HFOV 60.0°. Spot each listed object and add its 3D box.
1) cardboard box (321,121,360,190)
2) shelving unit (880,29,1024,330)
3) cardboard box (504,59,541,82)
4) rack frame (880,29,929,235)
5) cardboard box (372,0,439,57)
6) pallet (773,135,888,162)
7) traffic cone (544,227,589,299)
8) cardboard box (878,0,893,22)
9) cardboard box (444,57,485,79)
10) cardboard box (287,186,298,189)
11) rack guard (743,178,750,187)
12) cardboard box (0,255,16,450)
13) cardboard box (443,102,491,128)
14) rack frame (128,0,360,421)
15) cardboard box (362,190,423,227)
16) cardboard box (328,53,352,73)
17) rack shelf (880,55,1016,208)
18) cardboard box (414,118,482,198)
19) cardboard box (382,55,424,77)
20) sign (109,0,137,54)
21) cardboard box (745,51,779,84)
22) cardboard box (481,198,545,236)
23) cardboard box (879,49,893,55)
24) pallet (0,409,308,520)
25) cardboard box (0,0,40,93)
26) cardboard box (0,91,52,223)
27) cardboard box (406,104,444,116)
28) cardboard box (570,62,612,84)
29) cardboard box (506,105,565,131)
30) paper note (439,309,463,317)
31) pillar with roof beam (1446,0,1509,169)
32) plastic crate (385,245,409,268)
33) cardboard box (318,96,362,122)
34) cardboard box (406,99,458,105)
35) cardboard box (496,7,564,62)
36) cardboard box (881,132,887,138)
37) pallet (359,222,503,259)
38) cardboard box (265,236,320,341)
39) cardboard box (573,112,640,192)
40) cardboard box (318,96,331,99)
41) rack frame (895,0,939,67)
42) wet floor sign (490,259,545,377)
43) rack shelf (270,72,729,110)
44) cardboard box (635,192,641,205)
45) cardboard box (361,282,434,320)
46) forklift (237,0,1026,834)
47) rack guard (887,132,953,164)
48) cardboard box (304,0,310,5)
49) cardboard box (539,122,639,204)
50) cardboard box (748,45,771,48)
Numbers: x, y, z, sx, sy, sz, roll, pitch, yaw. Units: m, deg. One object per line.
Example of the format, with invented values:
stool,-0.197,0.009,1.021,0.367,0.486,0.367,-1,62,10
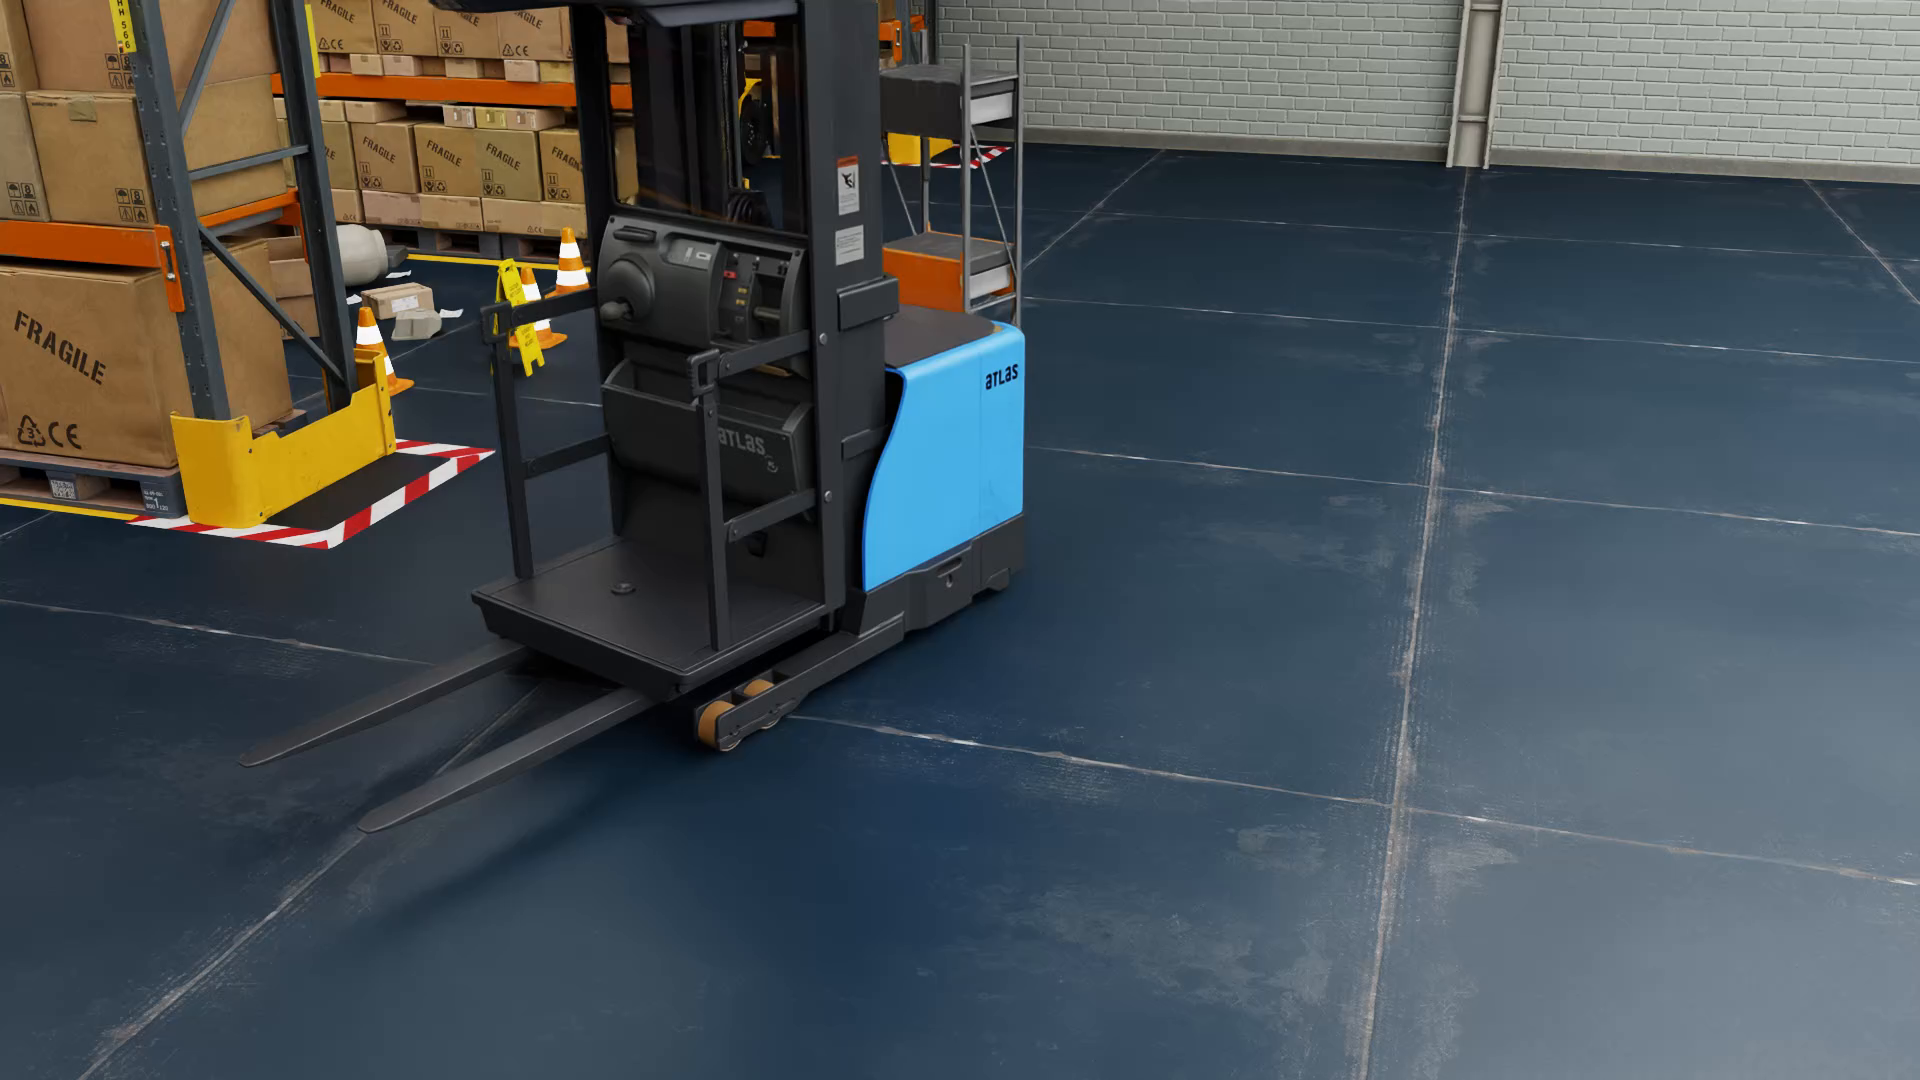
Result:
cardboard box,-4.671,-2.964,12.626,0.500,0.500,0.500,8,23,18
shelving unit,-0.063,-1.037,7.030,0.503,2.100,0.431,16,27,33
cardboard box,-3.033,-3.362,11.844,0.250,0.149,0.380,7,23,16
rack frame,-0.260,-1.091,7.163,0.015,2.100,0.400,16,27,33
cardboard box,-3.880,-3.792,12.039,0.500,0.500,0.500,7,23,16
pallet,-1.159,-4.056,16.881,1.213,0.211,1.003,7,23,16
traffic cone,-2.629,-1.879,11.240,0.334,0.463,0.336,7,23,16
cardboard box,-0.961,-5.283,16.064,0.500,0.500,0.500,6,23,14
cardboard box,-3.509,-3.436,12.024,0.250,0.149,0.380,6,23,15
cardboard box,-5.187,-2.672,12.901,0.500,0.250,0.500,5,23,13
rack guard,-1.917,-2.326,12.281,0.348,0.500,1.175,7,23,16
cardboard box,-4.689,-1.022,8.055,0.875,0.875,0.875,6,23,15
cardboard box,-3.549,-3.110,12.127,0.250,0.149,0.380,8,23,18
rack frame,-3.178,-1.664,7.375,0.127,3.000,1.000,7,23,16
cardboard box,-4.164,-2.560,12.629,0.500,0.250,0.500,6,23,15
cardboard box,-4.454,-3.561,12.329,0.250,0.149,0.380,6,23,15
rack shelf,-0.064,-1.671,6.769,0.480,0.518,0.431,16,27,33
cardboard box,-3.669,-2.850,12.347,0.500,0.500,0.500,6,23,14
cardboard box,-3.994,-3.484,12.142,0.250,0.149,0.380,6,23,15
sign,-3.348,-2.114,6.633,0.005,0.325,0.100,7,23,16
cardboard box,-1.922,-4.705,16.541,0.500,0.250,0.500,7,23,16
cardboard box,-3.190,-2.447,12.352,0.500,0.250,0.500,7,23,16
cardboard box,-0.820,-4.784,16.733,0.500,0.250,0.500,6,23,15
pallet,-3.966,-0.433,8.049,1.213,0.211,1.003,7,23,15
cardboard box,-4.075,-2.315,7.340,0.550,0.550,0.875,7,23,16
cardboard box,-4.079,-1.810,7.533,0.550,0.550,0.875,7,23,16
cardboard box,-4.054,-3.104,12.965,0.500,0.500,0.500,8,24,18
cardboard box,-2.539,-3.308,11.714,0.250,0.149,0.380,6,23,15
cardboard box,-3.058,-3.052,11.985,0.250,0.149,0.380,7,23,17
paper note,-3.325,-1.481,10.839,0.142,0.019,0.148,-1,22,-3
pillar with roof beam,3.680,-6.235,10.613,0.400,9.000,9.100,7,23,16
plastic crate,-4.408,-2.092,12.264,0.583,0.080,0.402,-1,22,-3
cardboard box,-4.592,-3.228,12.413,0.250,0.149,0.380,7,23,18
cardboard box,-5.487,-4.953,17.968,0.625,0.625,0.875,6,23,15
cardboard box,-2.922,-3.674,11.750,0.500,0.500,0.500,7,23,16
cardboard box,-0.955,-4.137,16.472,0.500,0.250,0.500,7,23,16
pallet,-3.849,-2.428,12.912,1.213,0.211,1.003,7,23,16
cardboard box,-4.258,-1.592,10.487,0.637,0.503,0.797,-9,24,-21
cardboard box,-2.560,-2.934,12.553,0.500,0.500,0.500,6,23,14
cardboard box,-6.852,-5.108,18.347,0.625,0.625,0.875,7,23,17
rack frame,-0.414,-5.278,16.184,0.127,3.000,1.000,7,23,16
wet floor sign,-2.578,-1.291,9.568,0.232,0.644,0.267,3,22,6
rack shelf,-3.759,-3.360,12.457,4.000,0.370,1.077,7,23,16
cardboard box,-2.537,-2.585,12.689,0.500,0.250,0.500,6,23,15
cardboard box,-3.682,-1.565,10.888,0.380,0.149,0.250,-20,29,-39
forklift,-1.020,-0.861,5.507,1.130,2.935,3.031,16,27,34
rack guard,-0.391,-4.119,16.652,0.348,0.500,1.175,7,23,16
cardboard box,-4.846,-3.900,12.302,0.500,0.500,0.500,6,23,15
cardboard box,-2.687,-2.736,12.069,0.500,0.500,0.500,7,23,16
cardboard box,-2.264,-4.955,17.149,0.500,0.250,0.500,6,23,14
